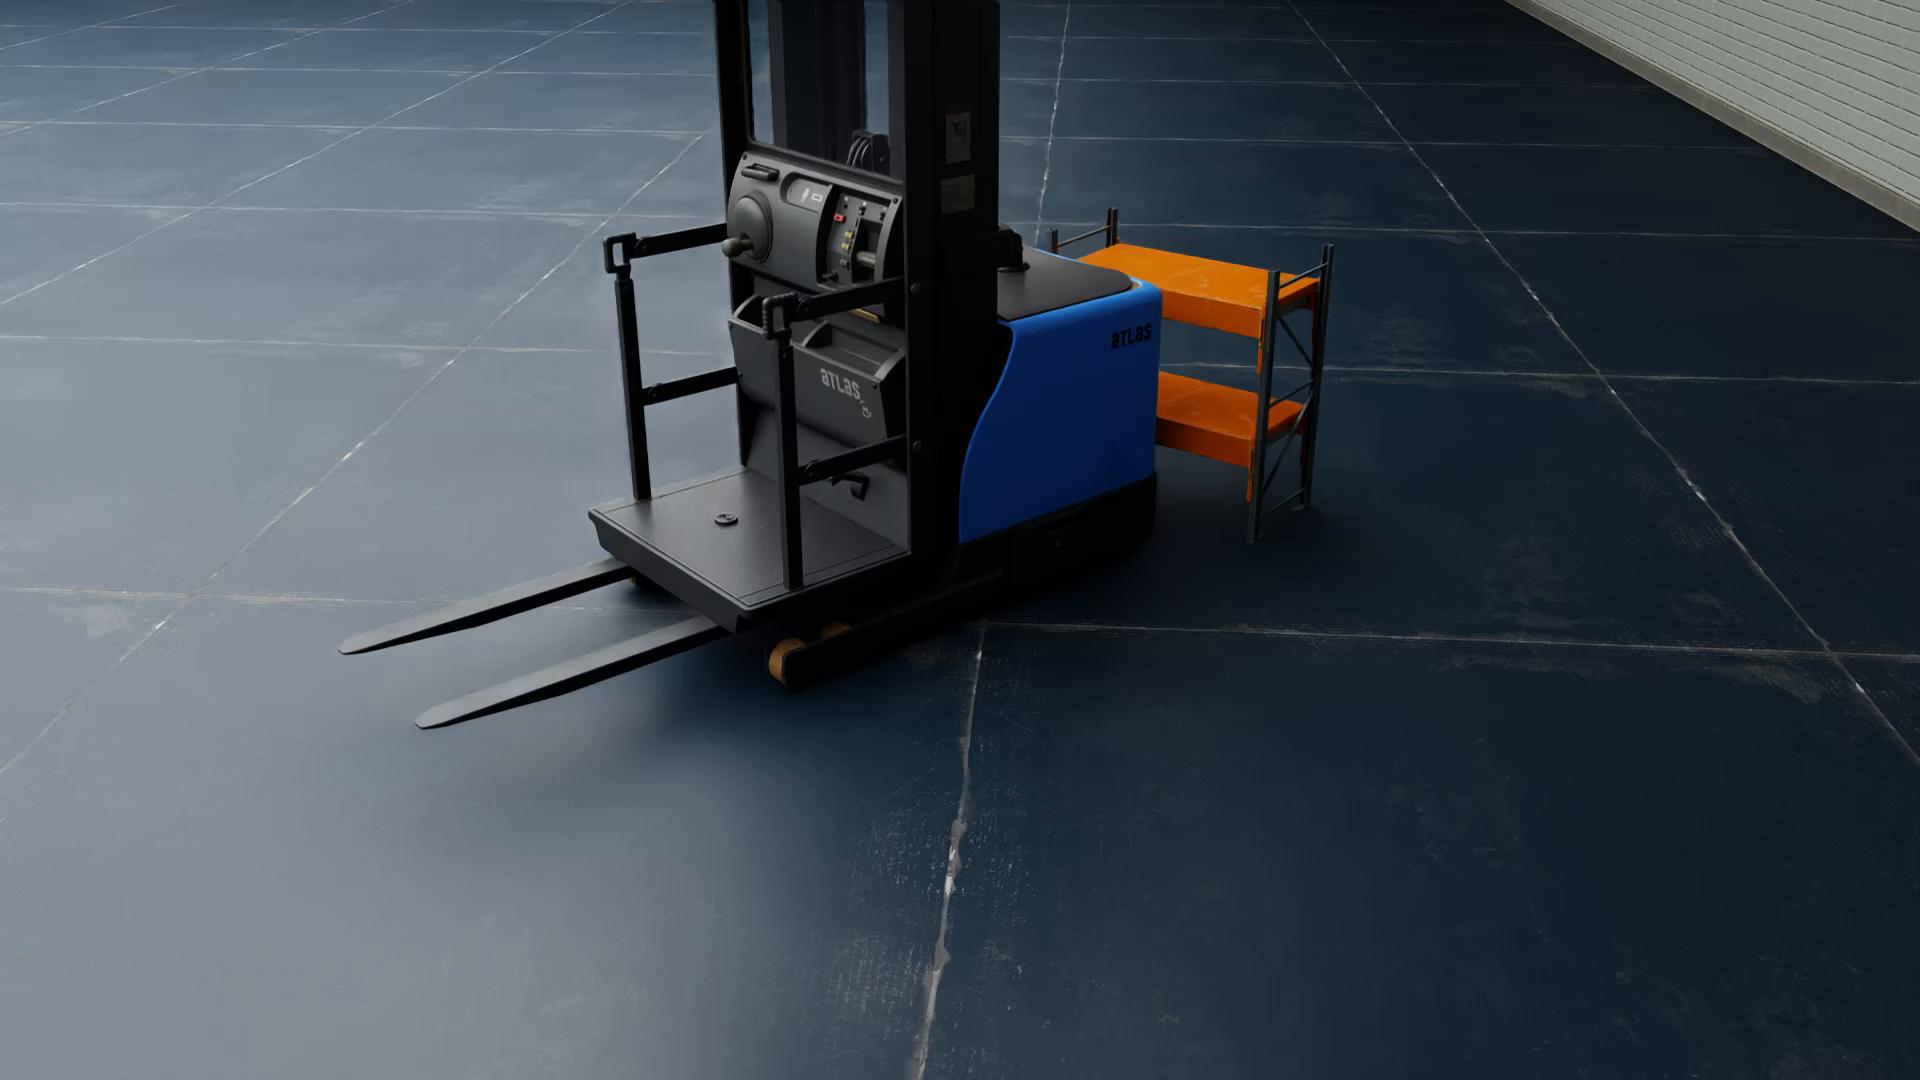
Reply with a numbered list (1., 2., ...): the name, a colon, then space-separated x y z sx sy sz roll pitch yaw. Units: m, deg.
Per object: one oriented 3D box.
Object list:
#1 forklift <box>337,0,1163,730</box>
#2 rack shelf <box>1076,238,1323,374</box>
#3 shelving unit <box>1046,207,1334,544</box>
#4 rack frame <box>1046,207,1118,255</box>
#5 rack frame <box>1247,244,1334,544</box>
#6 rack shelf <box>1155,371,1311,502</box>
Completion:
1. forklift: -0.670 -1.077 5.584 3.031 2.935 1.130 -19 31 -36
2. rack shelf: 0.921 -0.978 6.829 1.000 0.278 0.538 18 30 34
3. shelving unit: 0.921 -0.712 6.952 1.048 1.125 0.538 18 30 34
4. rack frame: 0.517 -0.841 7.232 0.032 1.125 0.500 18 30 34
5. rack frame: 1.325 -0.583 6.671 0.032 1.125 0.500 18 30 34
6. rack shelf: 0.921 -0.490 7.054 1.000 0.278 0.538 18 30 34
